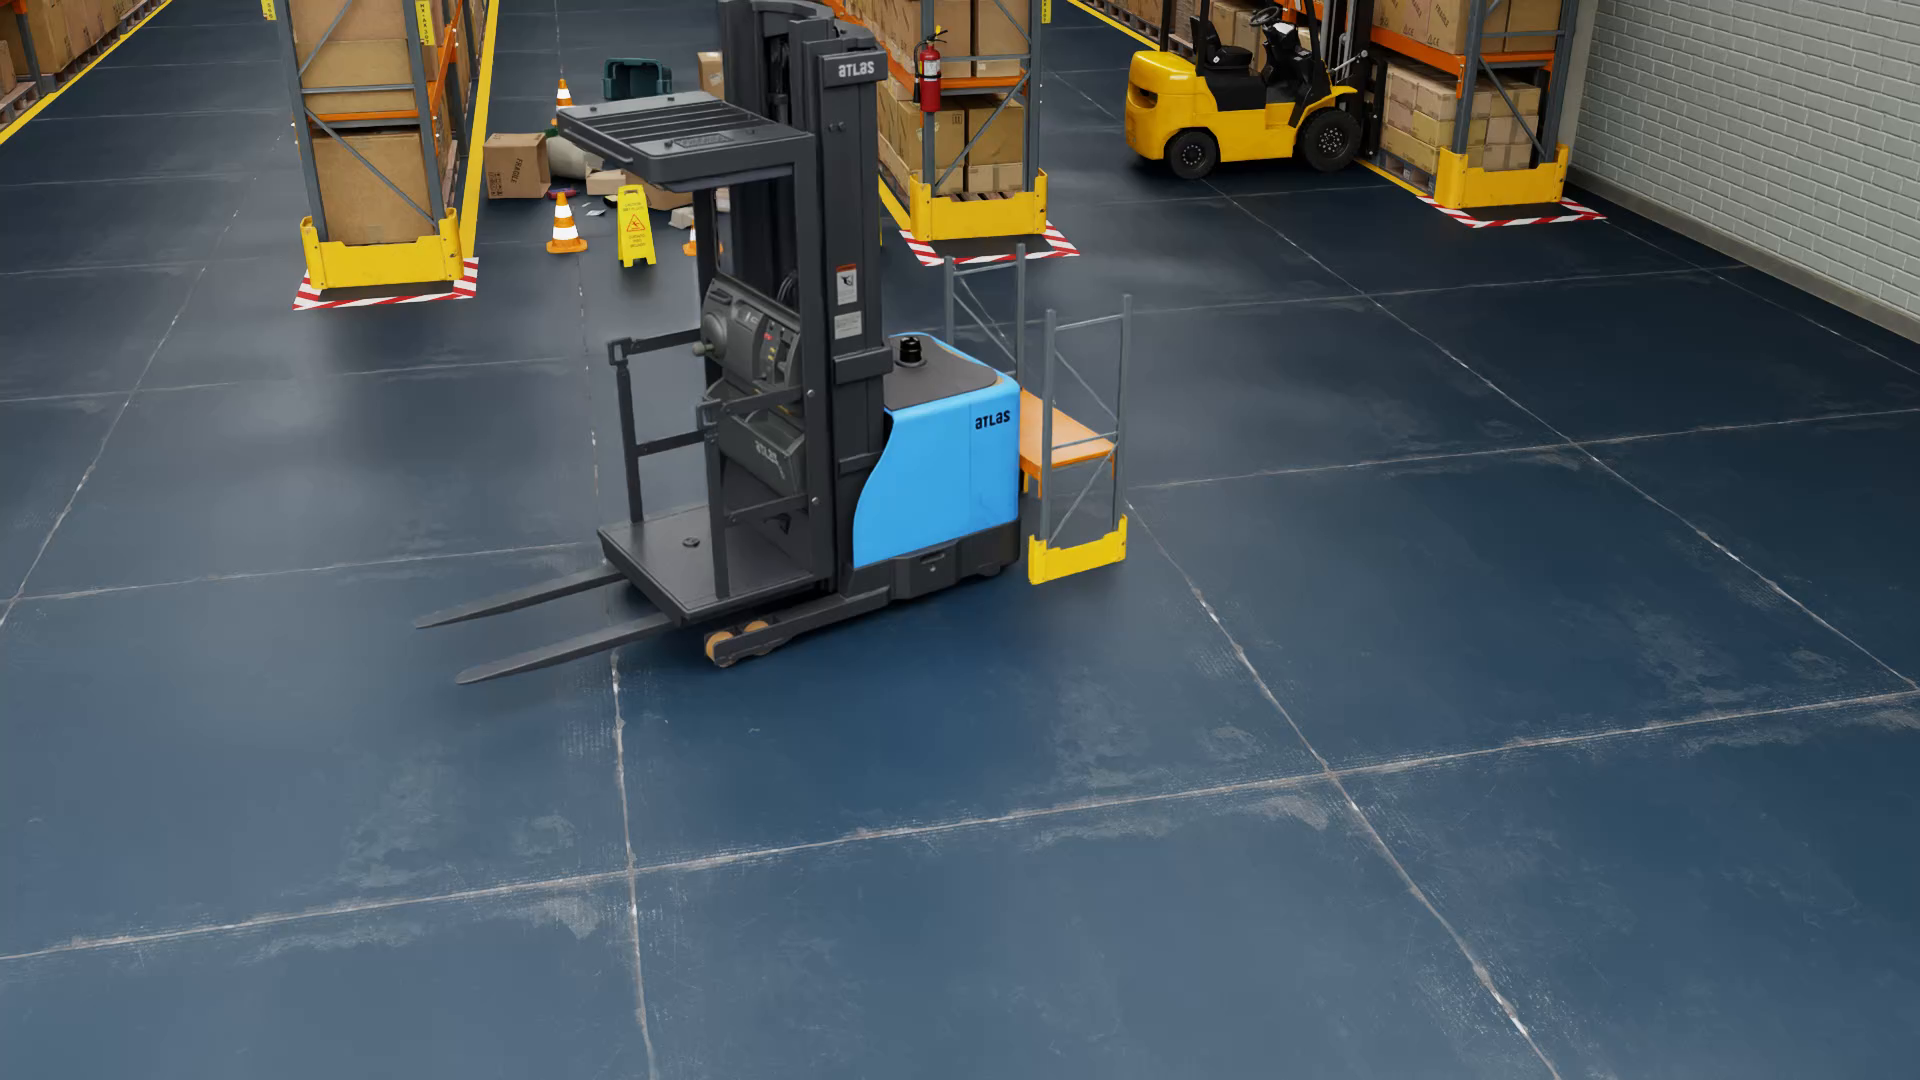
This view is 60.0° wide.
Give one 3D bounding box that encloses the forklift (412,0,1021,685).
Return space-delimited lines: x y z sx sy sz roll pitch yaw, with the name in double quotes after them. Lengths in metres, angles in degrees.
-1.184 -0.967 7.913 3.031 2.935 1.130 -17 31 -30 "forklift"

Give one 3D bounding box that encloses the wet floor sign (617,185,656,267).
-2.687 -2.604 13.693 0.267 0.644 0.232 -11 29 -20 "wet floor sign"

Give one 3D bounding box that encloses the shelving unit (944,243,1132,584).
0.384 -0.711 8.995 0.587 1.500 1.083 -14 30 -26 "shelving unit"

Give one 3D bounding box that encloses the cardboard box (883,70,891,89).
-0.517 -4.304 15.482 0.380 0.149 0.250 -5 27 -9 "cardboard box"

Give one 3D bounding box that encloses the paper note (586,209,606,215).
-3.312 -2.983 15.128 0.144 0.017 0.142 3 27 6 "paper note"

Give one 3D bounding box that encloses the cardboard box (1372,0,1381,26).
4.298 -5.427 16.562 0.500 0.500 0.500 -6 27 -11 "cardboard box"

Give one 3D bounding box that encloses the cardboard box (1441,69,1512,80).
4.973 -4.375 16.065 0.500 0.250 0.500 -6 27 -12 "cardboard box"

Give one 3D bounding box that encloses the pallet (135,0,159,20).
-12.556 -7.909 24.686 1.003 0.211 1.213 -6 27 -12 "pallet"

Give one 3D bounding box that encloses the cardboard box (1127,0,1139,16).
2.682 -7.717 23.519 0.500 0.500 0.500 -5 27 -9 "cardboard box"

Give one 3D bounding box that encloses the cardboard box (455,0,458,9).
-5.495 -5.747 17.197 0.500 0.500 0.500 -6 27 -11 "cardboard box"

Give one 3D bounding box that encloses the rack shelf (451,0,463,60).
-5.975 -5.780 18.170 1.077 0.370 4.000 -6 27 -12 "rack shelf"

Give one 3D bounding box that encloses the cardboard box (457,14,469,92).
-6.175 -5.502 18.853 1.050 0.750 0.750 -6 27 -11 "cardboard box"

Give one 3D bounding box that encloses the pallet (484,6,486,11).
-7.513 -7.781 24.432 1.003 0.211 1.213 -6 27 -12 "pallet"

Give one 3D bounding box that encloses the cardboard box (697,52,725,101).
-2.451 -4.798 17.361 0.500 0.500 0.500 -6 27 -12 "cardboard box"

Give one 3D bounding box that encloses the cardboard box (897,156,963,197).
-0.272 -3.312 15.068 0.500 0.250 0.500 -6 27 -12 "cardboard box"

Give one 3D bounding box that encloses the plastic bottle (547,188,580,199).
-3.732 -3.265 15.651 0.283 0.061 0.133 -16 31 -29 "plastic bottle"

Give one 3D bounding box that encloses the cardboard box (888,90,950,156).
-0.378 -3.863 15.327 0.500 0.500 0.500 -5 27 -10 "cardboard box"

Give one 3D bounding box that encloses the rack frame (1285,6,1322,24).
4.111 -6.276 18.354 1.000 3.000 0.127 -6 27 -12 "rack frame"

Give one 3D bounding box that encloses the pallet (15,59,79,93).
-11.385 -5.629 20.167 1.003 0.211 1.213 -6 27 -12 "pallet"

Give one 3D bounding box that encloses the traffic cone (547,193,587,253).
-3.359 -2.712 14.109 0.336 0.463 0.334 -6 27 -12 "traffic cone"

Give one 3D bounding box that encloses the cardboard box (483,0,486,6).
-7.096 -7.842 24.156 0.380 0.149 0.250 -7 28 -14 "cardboard box"

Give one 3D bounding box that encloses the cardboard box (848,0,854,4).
-0.896 -5.726 16.824 0.500 0.500 0.500 -6 27 -12 "cardboard box"

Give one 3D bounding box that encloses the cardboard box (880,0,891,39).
-0.431 -4.842 15.073 0.500 0.500 0.500 -6 27 -12 "cardboard box"

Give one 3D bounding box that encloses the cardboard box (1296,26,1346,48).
3.914 -5.438 18.170 0.500 0.250 0.500 -6 27 -12 "cardboard box"

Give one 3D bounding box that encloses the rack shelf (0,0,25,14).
-10.830 -5.320 17.260 1.077 0.370 4.000 -6 27 -12 "rack shelf"

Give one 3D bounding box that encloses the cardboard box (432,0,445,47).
-5.283 -4.890 15.443 0.875 0.550 0.550 -6 27 -12 "cardboard box"

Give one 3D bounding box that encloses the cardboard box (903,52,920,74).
-0.280 -4.144 14.410 0.380 0.149 0.250 -6 27 -12 "cardboard box"

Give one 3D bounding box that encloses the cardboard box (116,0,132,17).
-12.253 -7.812 23.291 0.875 0.875 0.875 -6 27 -12 "cardboard box"

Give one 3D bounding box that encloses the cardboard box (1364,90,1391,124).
4.359 -4.330 16.531 0.500 0.250 0.500 -7 28 -13 "cardboard box"

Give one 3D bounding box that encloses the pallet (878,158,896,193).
-0.260 -3.697 16.341 1.003 0.211 1.213 -6 27 -12 "pallet"

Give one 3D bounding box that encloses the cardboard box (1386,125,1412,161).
4.496 -3.873 16.180 0.500 0.250 0.500 -6 27 -12 "cardboard box"

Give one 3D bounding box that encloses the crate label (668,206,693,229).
-2.419 -2.871 14.785 0.250 0.136 0.298 -23 35 -38 "crate label"

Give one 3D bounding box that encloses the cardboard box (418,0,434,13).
-4.876 -4.674 13.817 0.875 0.550 0.550 -6 27 -12 "cardboard box"

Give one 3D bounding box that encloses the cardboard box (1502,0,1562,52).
5.172 -4.810 15.340 0.500 0.500 0.500 -5 27 -10 "cardboard box"

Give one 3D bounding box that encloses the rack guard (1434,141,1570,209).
5.018 -3.393 15.418 1.175 0.500 0.348 -6 27 -12 "rack guard"

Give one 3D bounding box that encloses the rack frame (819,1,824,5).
-1.625 -7.526 20.832 1.000 3.000 0.127 -6 27 -12 "rack frame"

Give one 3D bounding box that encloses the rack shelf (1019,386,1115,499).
0.389 -0.547 9.069 0.538 0.185 1.000 -14 30 -26 "rack shelf"

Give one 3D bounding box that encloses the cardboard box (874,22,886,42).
-0.602 -4.817 15.743 0.380 0.149 0.250 -6 27 -12 "cardboard box"

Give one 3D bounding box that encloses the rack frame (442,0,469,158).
-5.524 -5.223 16.269 1.000 3.000 0.127 -6 27 -12 "rack frame"

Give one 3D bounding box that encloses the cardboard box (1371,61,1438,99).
4.361 -4.540 16.393 0.500 0.250 0.500 -6 27 -11 "cardboard box"

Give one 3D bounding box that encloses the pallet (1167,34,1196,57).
3.357 -6.421 21.738 1.003 0.211 1.213 -6 27 -12 "pallet"

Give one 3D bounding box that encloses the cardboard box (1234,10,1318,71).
3.815 -5.972 19.923 0.875 0.625 0.625 -6 27 -12 "cardboard box"

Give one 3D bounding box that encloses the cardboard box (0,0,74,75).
-11.416 -6.064 19.826 1.225 0.875 0.875 -7 28 -14 "cardboard box"

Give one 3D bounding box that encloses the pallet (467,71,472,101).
-6.321 -5.380 19.675 1.003 0.211 1.213 -6 27 -12 "pallet"

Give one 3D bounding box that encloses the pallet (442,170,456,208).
-5.150 -3.100 15.157 1.003 0.211 1.213 -6 27 -12 "pallet"

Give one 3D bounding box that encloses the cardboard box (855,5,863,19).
-0.858 -5.381 16.861 0.380 0.149 0.250 -5 27 -10 "cardboard box"

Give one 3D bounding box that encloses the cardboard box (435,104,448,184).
-5.244 -3.783 15.309 0.875 0.875 0.875 -6 27 -11 "cardboard box"

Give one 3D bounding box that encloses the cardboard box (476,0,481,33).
-6.688 -7.056 22.209 0.500 0.500 0.500 -7 28 -13 "cardboard box"

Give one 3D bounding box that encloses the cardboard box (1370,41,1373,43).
4.539 -5.265 17.827 0.500 0.250 0.500 -6 27 -12 "cardboard box"
